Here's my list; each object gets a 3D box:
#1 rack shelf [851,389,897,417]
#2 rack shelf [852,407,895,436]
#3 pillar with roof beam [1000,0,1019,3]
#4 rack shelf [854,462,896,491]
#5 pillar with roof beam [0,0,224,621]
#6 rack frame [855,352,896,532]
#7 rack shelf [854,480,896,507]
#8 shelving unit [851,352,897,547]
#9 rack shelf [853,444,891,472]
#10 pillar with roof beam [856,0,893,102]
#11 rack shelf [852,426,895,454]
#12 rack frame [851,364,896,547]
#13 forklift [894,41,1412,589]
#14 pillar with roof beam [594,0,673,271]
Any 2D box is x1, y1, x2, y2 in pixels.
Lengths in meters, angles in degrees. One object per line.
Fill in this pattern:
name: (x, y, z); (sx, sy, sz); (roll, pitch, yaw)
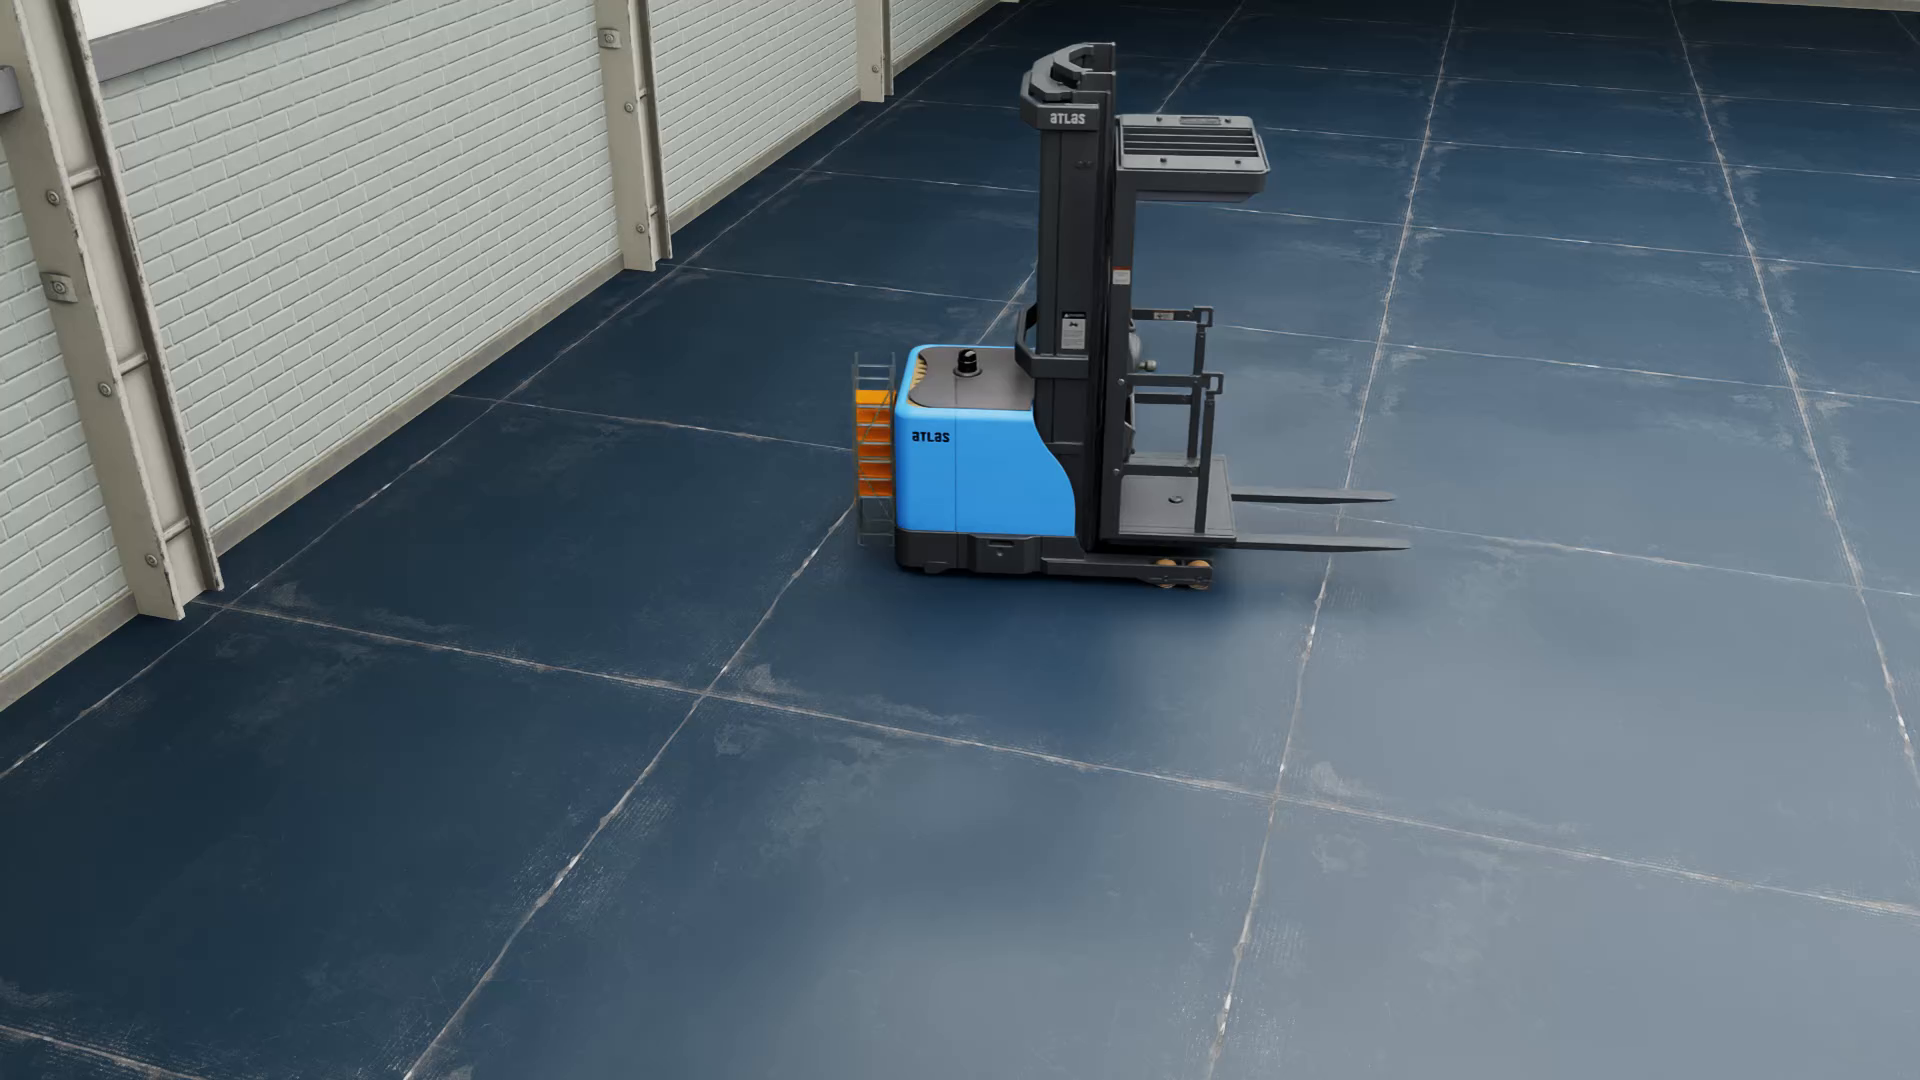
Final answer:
rack shelf: (-0.504, -0.808, 9.819); (0.258, 0.103, 0.180); (1, 29, 3)
rack shelf: (-0.504, -0.703, 9.877); (0.258, 0.103, 0.180); (1, 29, 3)
pillar with roof beam: (4.881, -11.340, 21.379); (9.100, 9.000, 0.400); (8, 30, 15)
rack shelf: (-0.504, -0.388, 10.052); (0.258, 0.103, 0.180); (1, 29, 3)
pillar with roof beam: (-0.402, -2.975, 6.342); (9.100, 9.000, 0.400); (8, 30, 15)
rack frame: (-0.499, -0.576, 10.052); (0.240, 1.200, 0.006); (1, 29, 3)
rack shelf: (-0.504, -0.283, 10.110); (0.258, 0.103, 0.180); (1, 29, 3)
shelving unit: (-0.504, -0.532, 9.972); (0.258, 1.200, 0.189); (1, 29, 3)
rack shelf: (-0.504, -0.493, 9.994); (0.258, 0.103, 0.180); (1, 29, 3)
pillar with roof beam: (3.120, -8.552, 16.366); (9.100, 9.000, 0.400); (8, 30, 15)
rack shelf: (-0.504, -0.598, 9.935); (0.258, 0.103, 0.180); (1, 29, 3)
rack frame: (-0.509, -0.487, 9.892); (0.240, 1.200, 0.006); (1, 29, 3)
forklift: (1.155, -1.262, 9.503); (3.031, 2.935, 1.130); (2, 29, 4)
pillar with roof beam: (1.359, -5.764, 11.354); (9.100, 9.000, 0.400); (8, 30, 15)
